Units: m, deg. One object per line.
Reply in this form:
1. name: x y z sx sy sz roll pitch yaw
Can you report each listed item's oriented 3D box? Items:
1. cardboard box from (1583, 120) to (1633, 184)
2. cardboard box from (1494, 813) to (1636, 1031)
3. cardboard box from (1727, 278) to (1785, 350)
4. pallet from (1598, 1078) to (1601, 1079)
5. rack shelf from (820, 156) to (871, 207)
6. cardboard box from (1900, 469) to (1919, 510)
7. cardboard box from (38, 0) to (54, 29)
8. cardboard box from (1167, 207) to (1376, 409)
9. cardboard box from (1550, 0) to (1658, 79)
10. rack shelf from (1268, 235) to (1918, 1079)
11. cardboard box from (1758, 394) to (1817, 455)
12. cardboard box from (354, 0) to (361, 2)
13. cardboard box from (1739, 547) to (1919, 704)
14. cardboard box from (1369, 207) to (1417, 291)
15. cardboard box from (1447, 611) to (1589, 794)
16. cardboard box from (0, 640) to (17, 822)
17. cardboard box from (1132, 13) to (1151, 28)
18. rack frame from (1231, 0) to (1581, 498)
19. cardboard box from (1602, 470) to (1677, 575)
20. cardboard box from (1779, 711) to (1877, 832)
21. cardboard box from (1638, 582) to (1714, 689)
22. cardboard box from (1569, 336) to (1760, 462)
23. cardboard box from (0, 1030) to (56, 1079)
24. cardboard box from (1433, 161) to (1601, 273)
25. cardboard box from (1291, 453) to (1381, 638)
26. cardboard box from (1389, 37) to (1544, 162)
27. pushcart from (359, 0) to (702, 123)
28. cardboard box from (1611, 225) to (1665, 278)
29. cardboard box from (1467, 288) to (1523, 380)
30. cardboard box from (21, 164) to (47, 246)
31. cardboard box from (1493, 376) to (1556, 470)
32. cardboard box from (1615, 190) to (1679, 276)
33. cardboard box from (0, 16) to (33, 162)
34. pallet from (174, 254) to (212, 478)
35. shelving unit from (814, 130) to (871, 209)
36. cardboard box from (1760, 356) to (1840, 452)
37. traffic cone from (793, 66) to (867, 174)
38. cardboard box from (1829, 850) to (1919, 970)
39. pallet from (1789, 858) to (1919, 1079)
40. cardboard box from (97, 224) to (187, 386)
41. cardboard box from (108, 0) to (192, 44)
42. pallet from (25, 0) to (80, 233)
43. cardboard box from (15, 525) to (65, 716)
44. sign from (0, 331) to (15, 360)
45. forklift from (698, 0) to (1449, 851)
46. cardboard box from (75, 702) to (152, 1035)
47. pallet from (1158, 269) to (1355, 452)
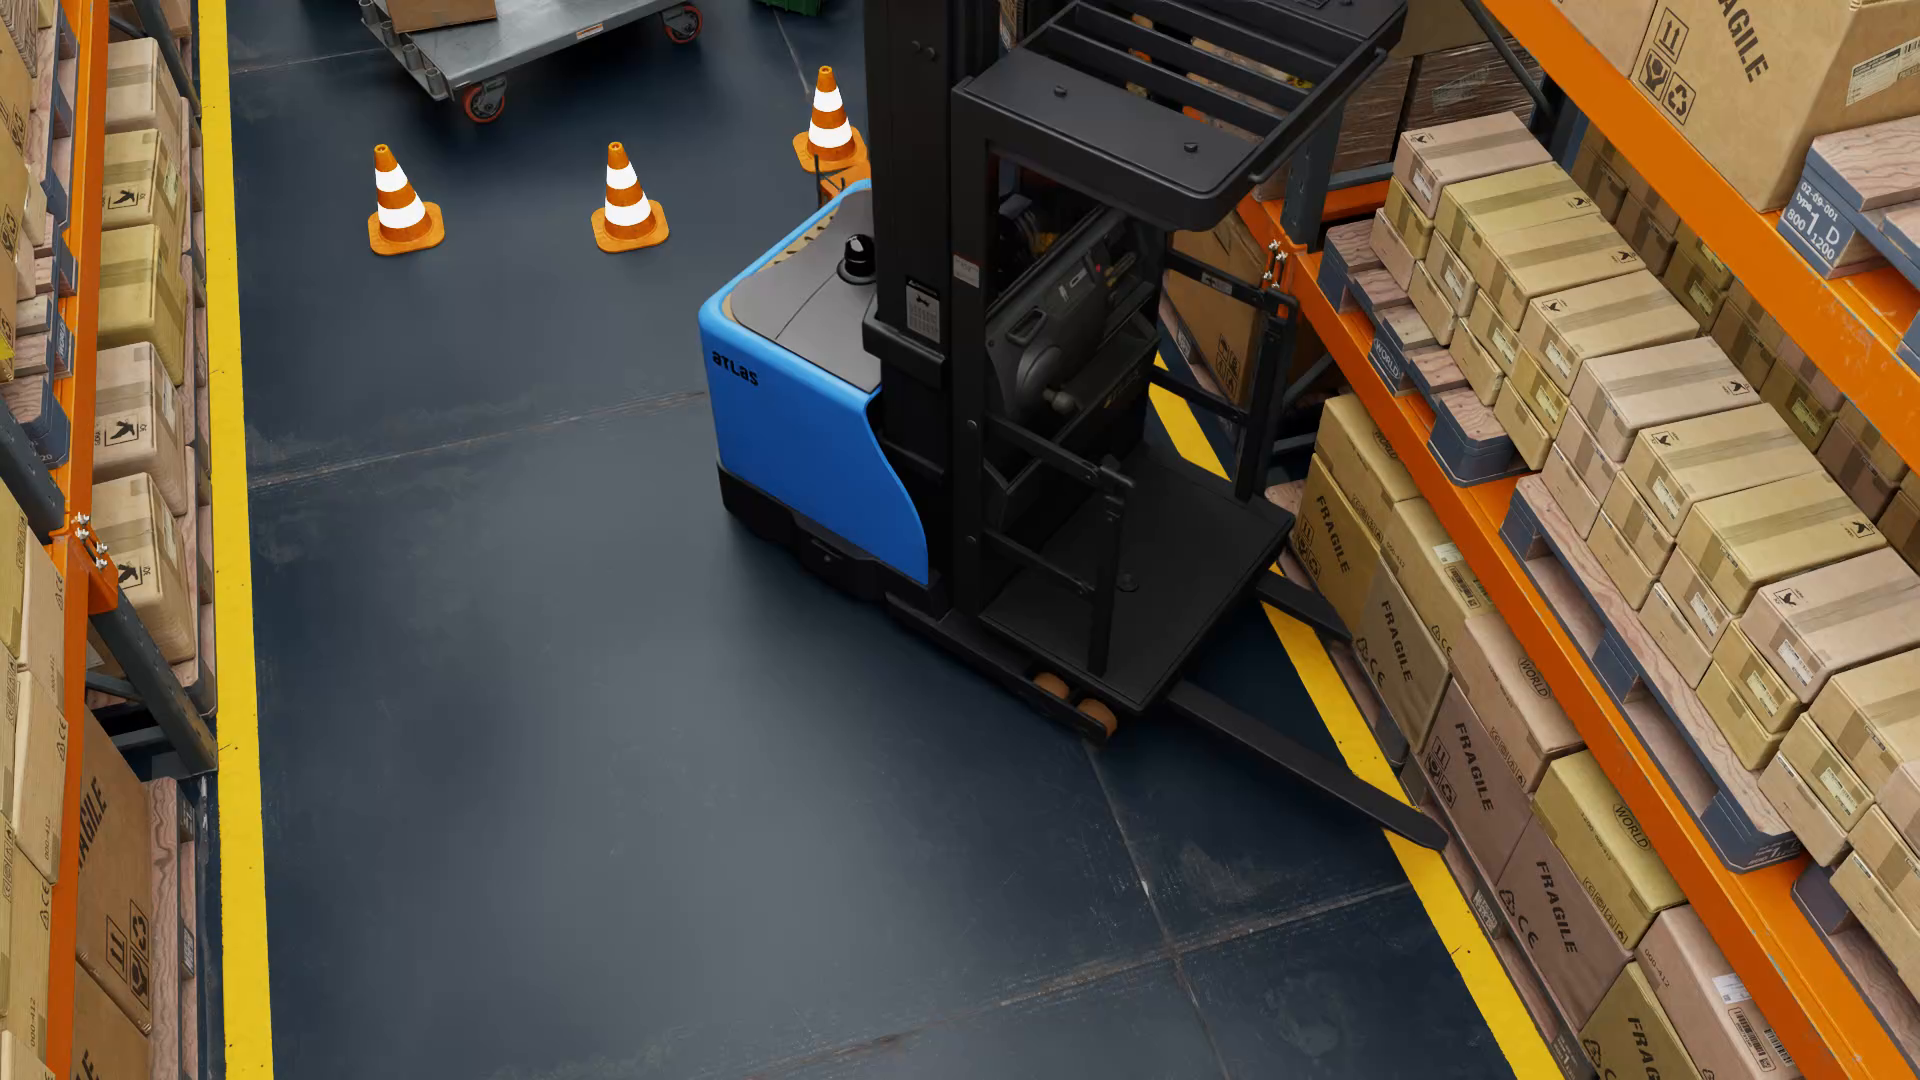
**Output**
1. cardboard box: 2.178 -1.268 5.147 0.380 0.149 0.250 -15 52 -12
2. cardboard box: 2.020 1.082 5.026 0.500 0.500 0.500 -14 51 -12
3. cardboard box: 2.410 -0.699 4.667 0.380 0.149 0.250 -12 51 -10
4. pallet: 2.546 1.976 4.736 1.003 0.211 1.213 -13 51 -11
5. rack shelf: -0.403 -1.327 6.614 0.240 0.259 0.215 -30 56 -23
6. cardboard box: 2.634 -0.133 4.190 0.380 0.149 0.250 -12 51 -10
7. cardboard box: -3.583 -1.997 6.151 0.380 0.149 0.250 -13 51 -11
8. cardboard box: 1.501 -1.152 6.745 1.050 0.750 0.750 -14 51 -11
9. cardboard box: 1.665 -1.434 3.760 0.500 0.500 0.500 -13 51 -11
10. rack shelf: 2.187 0.416 4.697 1.077 0.370 4.000 -13 51 -11
11. cardboard box: 2.480 -0.326 4.742 0.380 0.149 0.250 -15 52 -13
12. cardboard box: -3.304 -3.290 8.985 0.500 0.500 0.500 18 52 14
13. cardboard box: 2.088 0.198 3.911 0.380 0.149 0.250 -15 52 -13
14. cardboard box: 1.535 -0.958 5.275 0.380 0.149 0.250 -14 51 -11
15. cardboard box: 1.852 0.445 5.072 0.500 0.250 0.500 -13 51 -11
16. cardboard box: -2.562 0.474 3.949 0.500 0.250 0.500 -14 51 -12
17. cardboard box: 0.911 -2.306 6.457 0.500 0.500 0.500 -14 51 -12
18. rack frame: 1.595 -1.276 5.654 1.000 3.000 0.127 -13 51 -11
19. cardboard box: 1.928 -0.088 4.347 0.380 0.149 0.250 -14 51 -11
20. cardboard box: 2.161 0.486 3.863 0.380 0.149 0.250 -16 52 -13
21. cardboard box: 2.004 0.200 4.299 0.380 0.149 0.250 -15 51 -12
22. cardboard box: 1.857 -0.374 4.394 0.380 0.149 0.250 -11 51 -9
23. cardboard box: -2.228 1.383 3.510 0.500 0.250 0.500 -14 51 -12
24. cardboard box: 1.629 -0.945 4.875 0.380 0.149 0.250 -15 51 -12
25. cardboard box: 1.561 -0.032 5.965 0.500 0.500 0.500 -15 52 -13
26. cardboard box: 1.720 -1.697 5.943 0.500 0.500 0.500 -13 51 -11
27. pushcart: -2.123 -2.712 8.579 1.648 0.377 0.936 -30 56 -23
28. cardboard box: 2.252 -0.893 5.220 0.380 0.149 0.250 -13 51 -11
29. cardboard box: 1.711 -0.636 4.809 0.380 0.149 0.250 -15 51 -12
30. cardboard box: -3.172 -1.047 5.350 0.380 0.149 0.250 -13 51 -11
31. cardboard box: 1.775 -0.368 4.778 0.380 0.149 0.250 -11 51 -9
32. cardboard box: 2.257 -0.974 5.094 0.380 0.149 0.250 -12 51 -10
33. cardboard box: -3.340 -1.493 5.302 0.500 0.500 0.500 -13 51 -10
34. pallet: -3.690 -0.645 6.945 1.003 0.211 1.213 -13 51 -11
35. shelving unit: -0.403 -1.151 6.823 0.252 1.050 0.215 -30 56 -23
36. cardboard box: 2.482 -0.417 4.625 0.380 0.149 0.250 -14 51 -11
37. traffic cone: -0.634 -2.059 7.973 0.336 0.463 0.334 -13 51 -11
38. cardboard box: 2.248 0.790 3.801 0.380 0.149 0.250 -16 52 -13
39. pallet: 2.691 1.116 3.762 1.003 0.211 1.213 -13 51 -11
40. cardboard box: -3.706 -0.879 6.763 0.950 0.372 0.625 -12 51 -10
41. cardboard box: -4.203 -2.746 8.416 0.500 0.250 0.500 -15 52 -13
42. pallet: -3.728 -1.458 5.932 1.003 0.211 1.213 -13 51 -11
43. cardboard box: -2.706 0.276 4.443 0.500 0.250 0.500 -15 51 -12
44. sign: -2.574 -0.584 4.313 0.100 0.325 0.005 -13 51 -11
45. forklift: 0.546 -0.686 5.201 3.031 2.935 1.130 29 56 23
46. cardboard box: -2.979 0.990 4.859 0.875 0.875 0.875 -14 51 -11
47. pallet: 1.434 -0.970 7.220 1.003 0.211 1.213 -13 51 -11
